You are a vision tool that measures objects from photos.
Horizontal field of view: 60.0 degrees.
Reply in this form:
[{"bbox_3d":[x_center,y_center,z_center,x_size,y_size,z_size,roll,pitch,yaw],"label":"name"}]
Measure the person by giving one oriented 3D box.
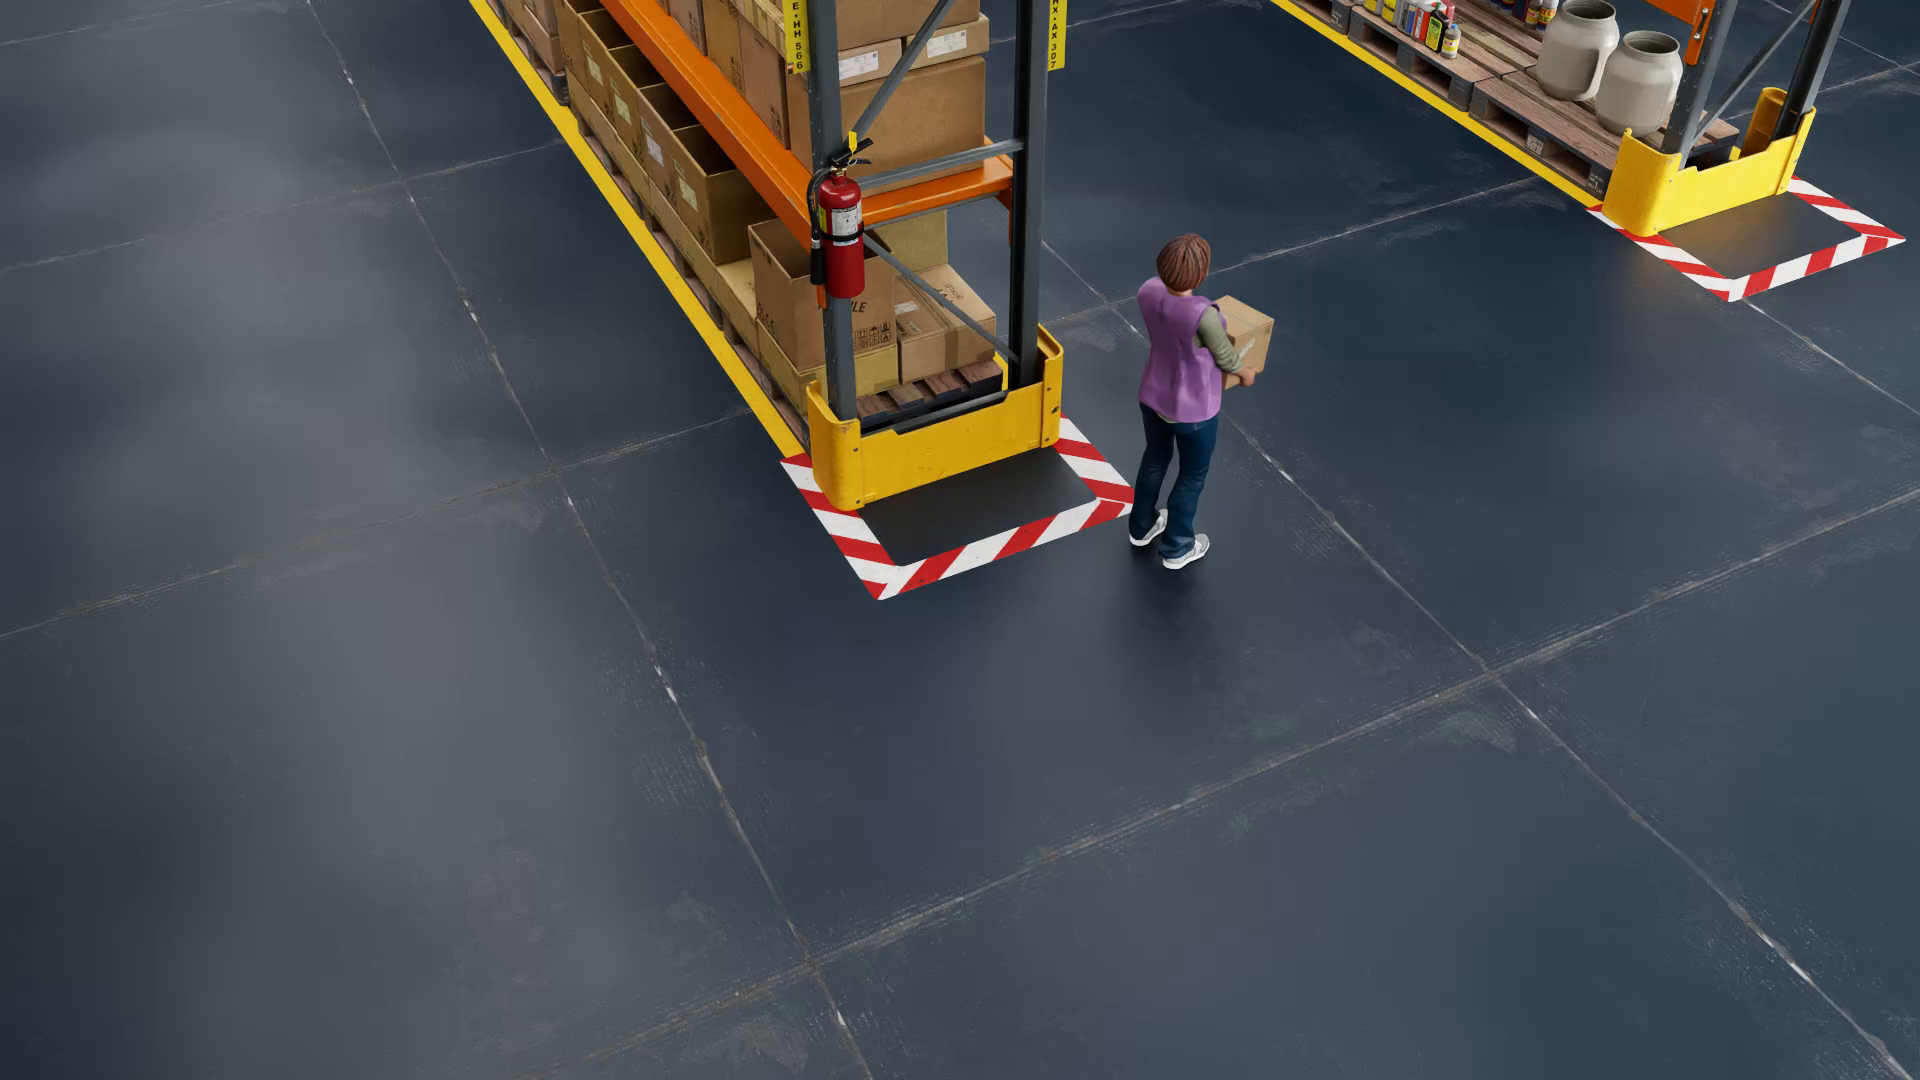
[{"bbox_3d":[0.960,-0.601,6.842,0.489,1.593,0.405,-32,51,-31],"label":"person"}]
